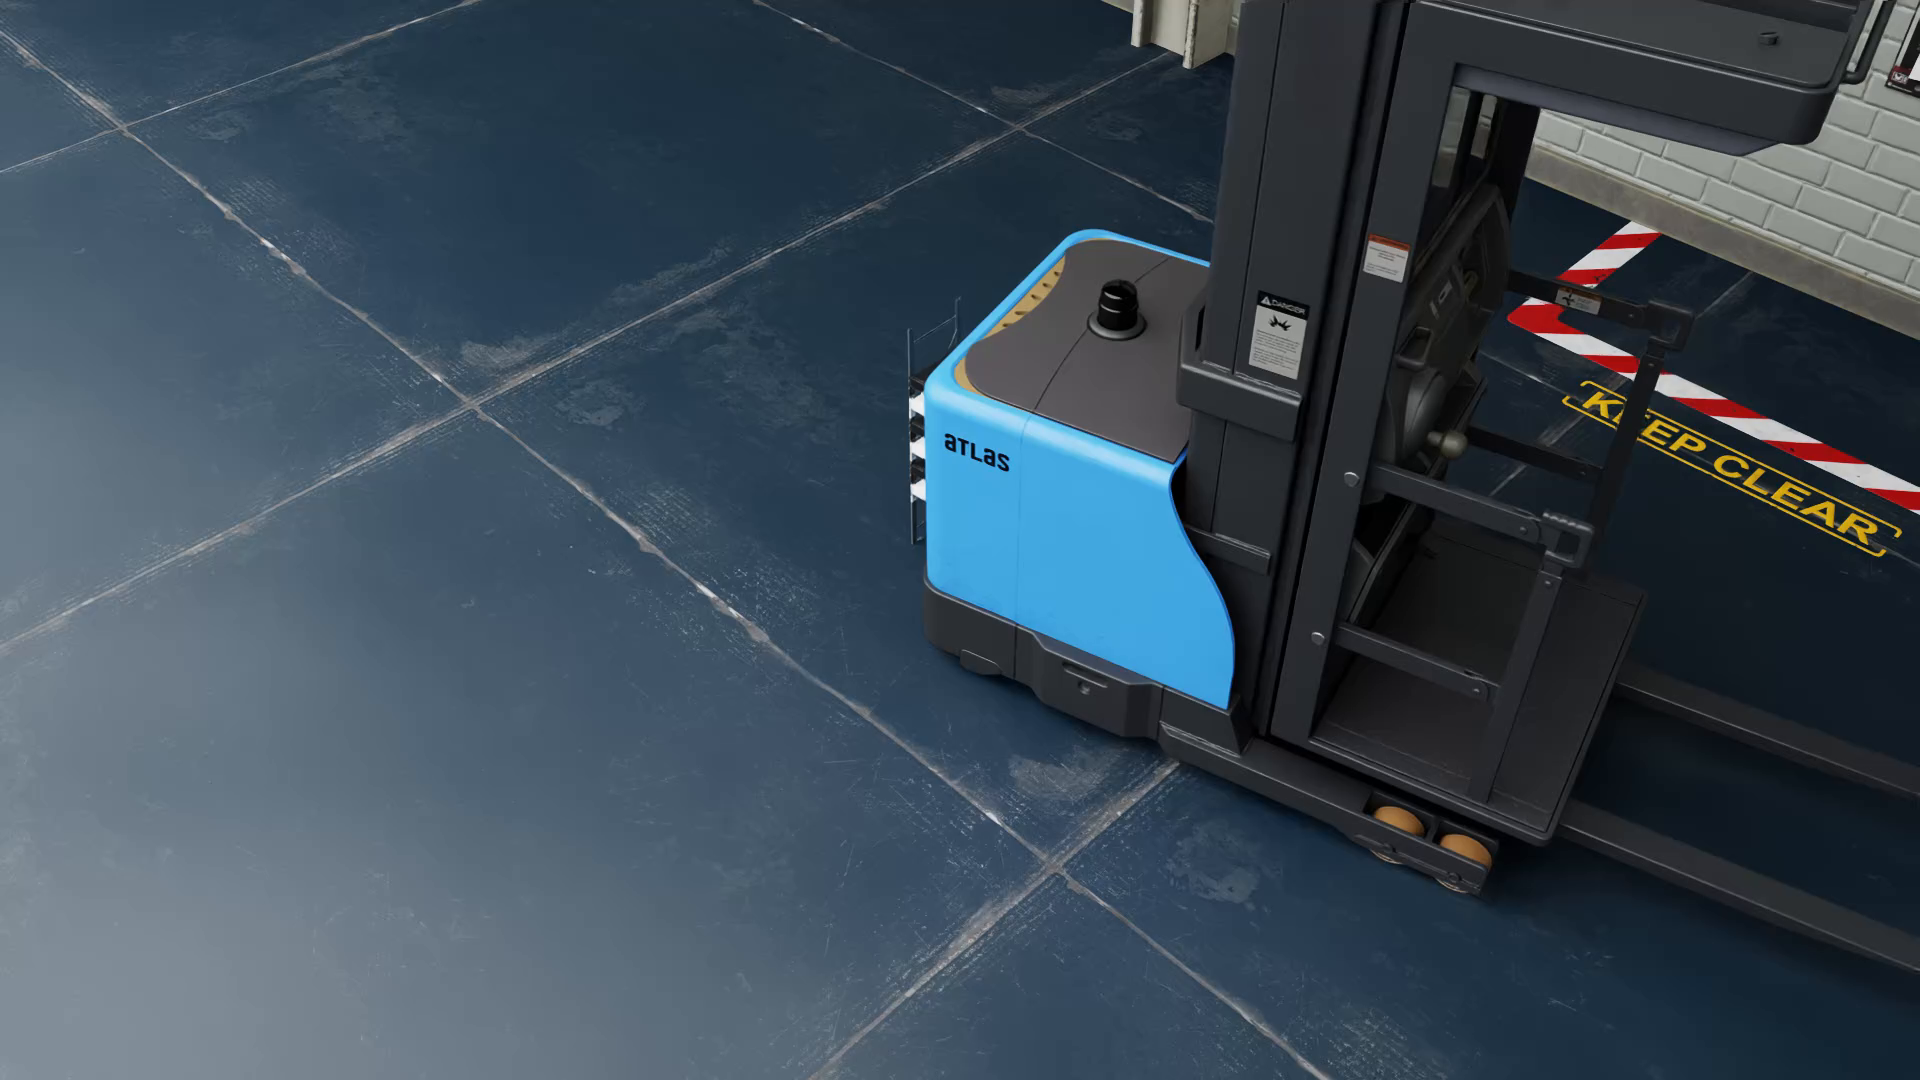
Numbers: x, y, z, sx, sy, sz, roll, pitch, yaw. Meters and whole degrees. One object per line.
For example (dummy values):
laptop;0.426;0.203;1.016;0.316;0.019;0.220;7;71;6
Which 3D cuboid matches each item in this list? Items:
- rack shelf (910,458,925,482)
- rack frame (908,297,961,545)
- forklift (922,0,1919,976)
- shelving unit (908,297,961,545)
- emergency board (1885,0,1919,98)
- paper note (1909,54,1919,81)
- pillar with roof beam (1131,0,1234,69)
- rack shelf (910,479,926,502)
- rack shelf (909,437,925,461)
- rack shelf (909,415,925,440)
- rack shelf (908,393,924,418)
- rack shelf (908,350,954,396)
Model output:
rack shelf;-0.007;-0.237;5.524;0.200;0.077;0.258;32;51;30
rack frame;-0.081;-0.375;5.491;0.006;0.900;0.240;32;51;30
forklift;1.414;-0.503;4.135;3.031;2.935;1.130;22;47;22
shelving unit;-0.006;-0.328;5.441;0.210;0.900;0.258;32;51;30
emergency board;3.644;-1.951;5.651;0.157;1.169;0.626;-34;53;-31
paper note;3.562;-1.732;6.064;0.016;0.148;0.142;-34;53;-31
pillar with roof beam;-1.929;-3.755;3.183;9.100;9.000;0.400;-34;53;-31
rack shelf;-0.007;-0.171;5.585;0.200;0.077;0.258;32;51;30
rack shelf;-0.006;-0.304;5.463;0.200;0.077;0.258;32;51;30
rack shelf;-0.006;-0.370;5.402;0.200;0.077;0.258;32;51;30
rack shelf;-0.005;-0.436;5.341;0.200;0.077;0.258;32;51;30
rack shelf;-0.005;-0.503;5.280;0.200;0.077;0.258;32;51;30
